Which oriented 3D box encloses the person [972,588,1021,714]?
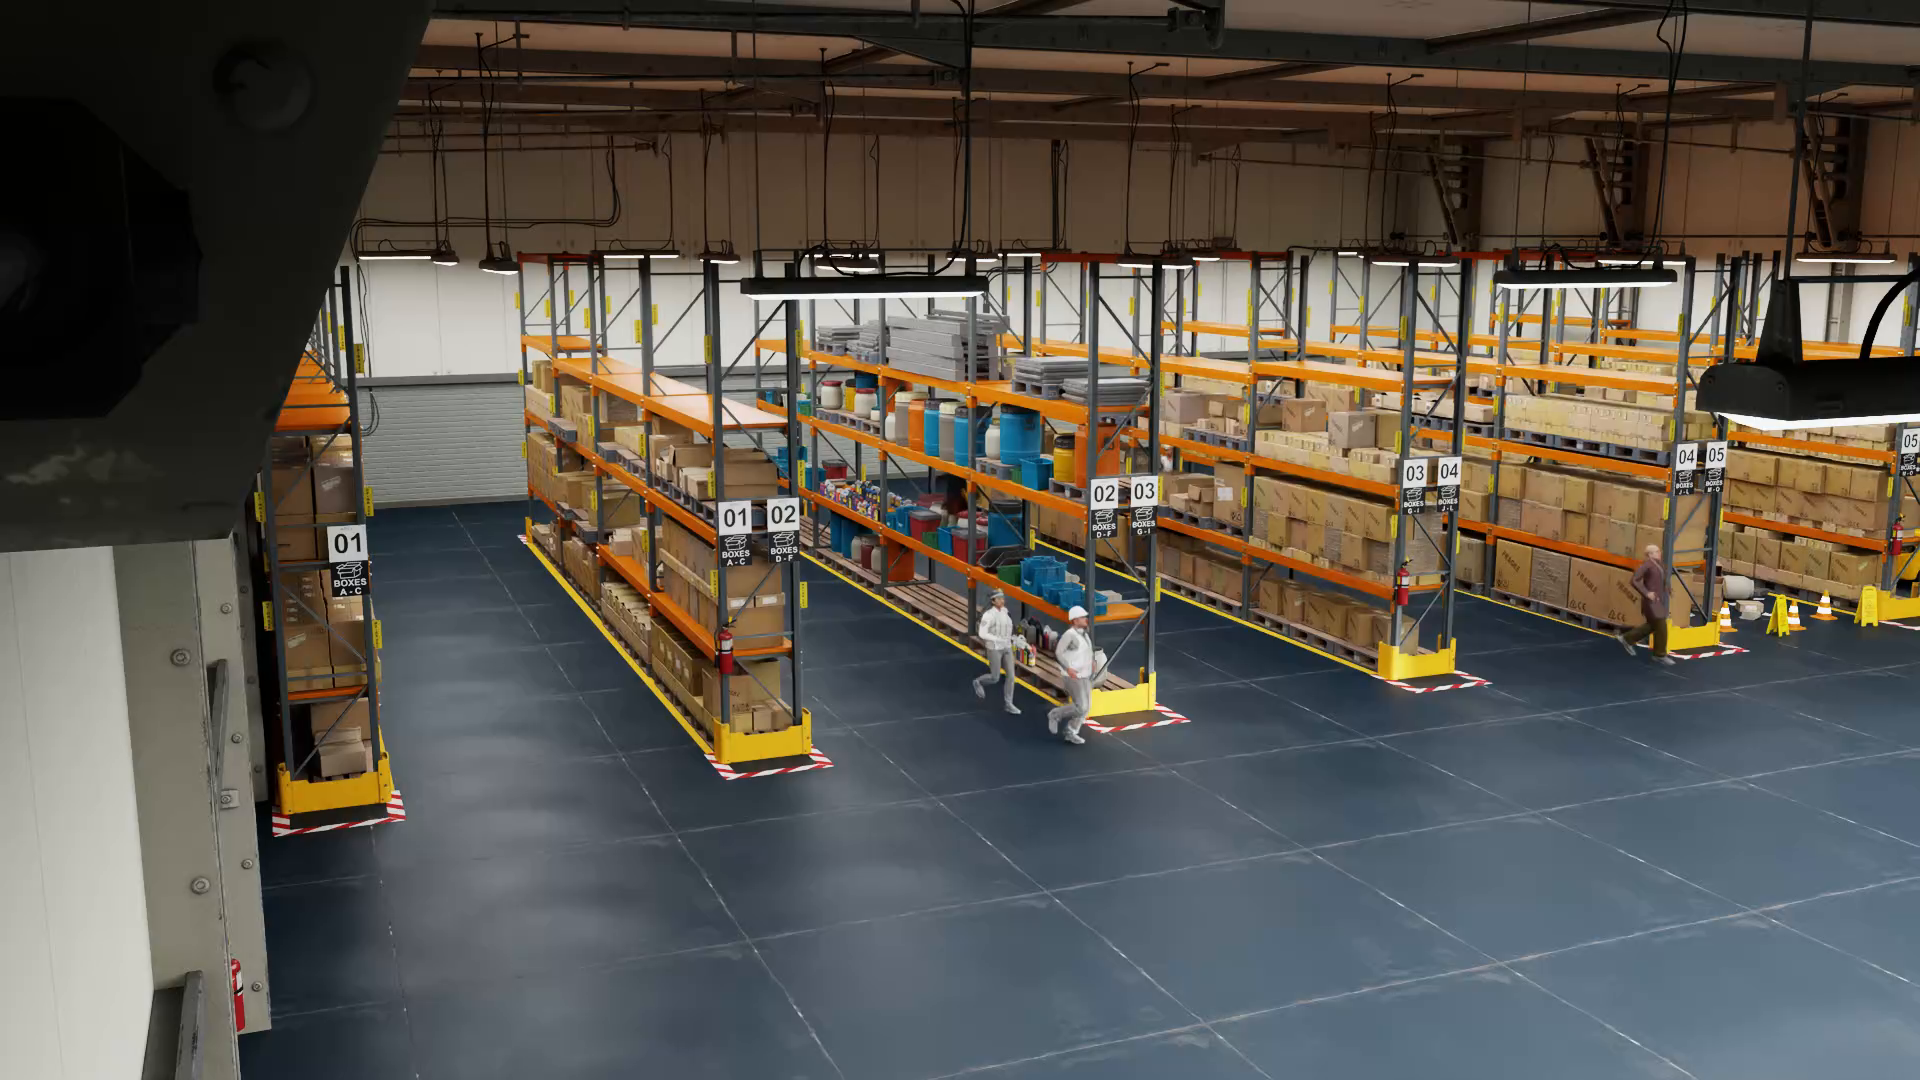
[{"bbox_3d":[0.524,1.459,22.354,0.619,1.663,0.858,-8,13,-38],"label":"person"}]

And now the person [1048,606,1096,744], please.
[{"bbox_3d":[1.441,1.688,21.095,0.559,1.716,0.706,5,12,27],"label":"person"}]

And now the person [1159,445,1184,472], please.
[{"bbox_3d":[4.688,-1.276,37.187,0.651,1.758,0.635,-2,11,-10],"label":"person"}]

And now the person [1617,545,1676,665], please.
[{"bbox_3d":[10.395,0.958,25.029,0.883,1.793,0.726,7,13,35],"label":"person"}]
